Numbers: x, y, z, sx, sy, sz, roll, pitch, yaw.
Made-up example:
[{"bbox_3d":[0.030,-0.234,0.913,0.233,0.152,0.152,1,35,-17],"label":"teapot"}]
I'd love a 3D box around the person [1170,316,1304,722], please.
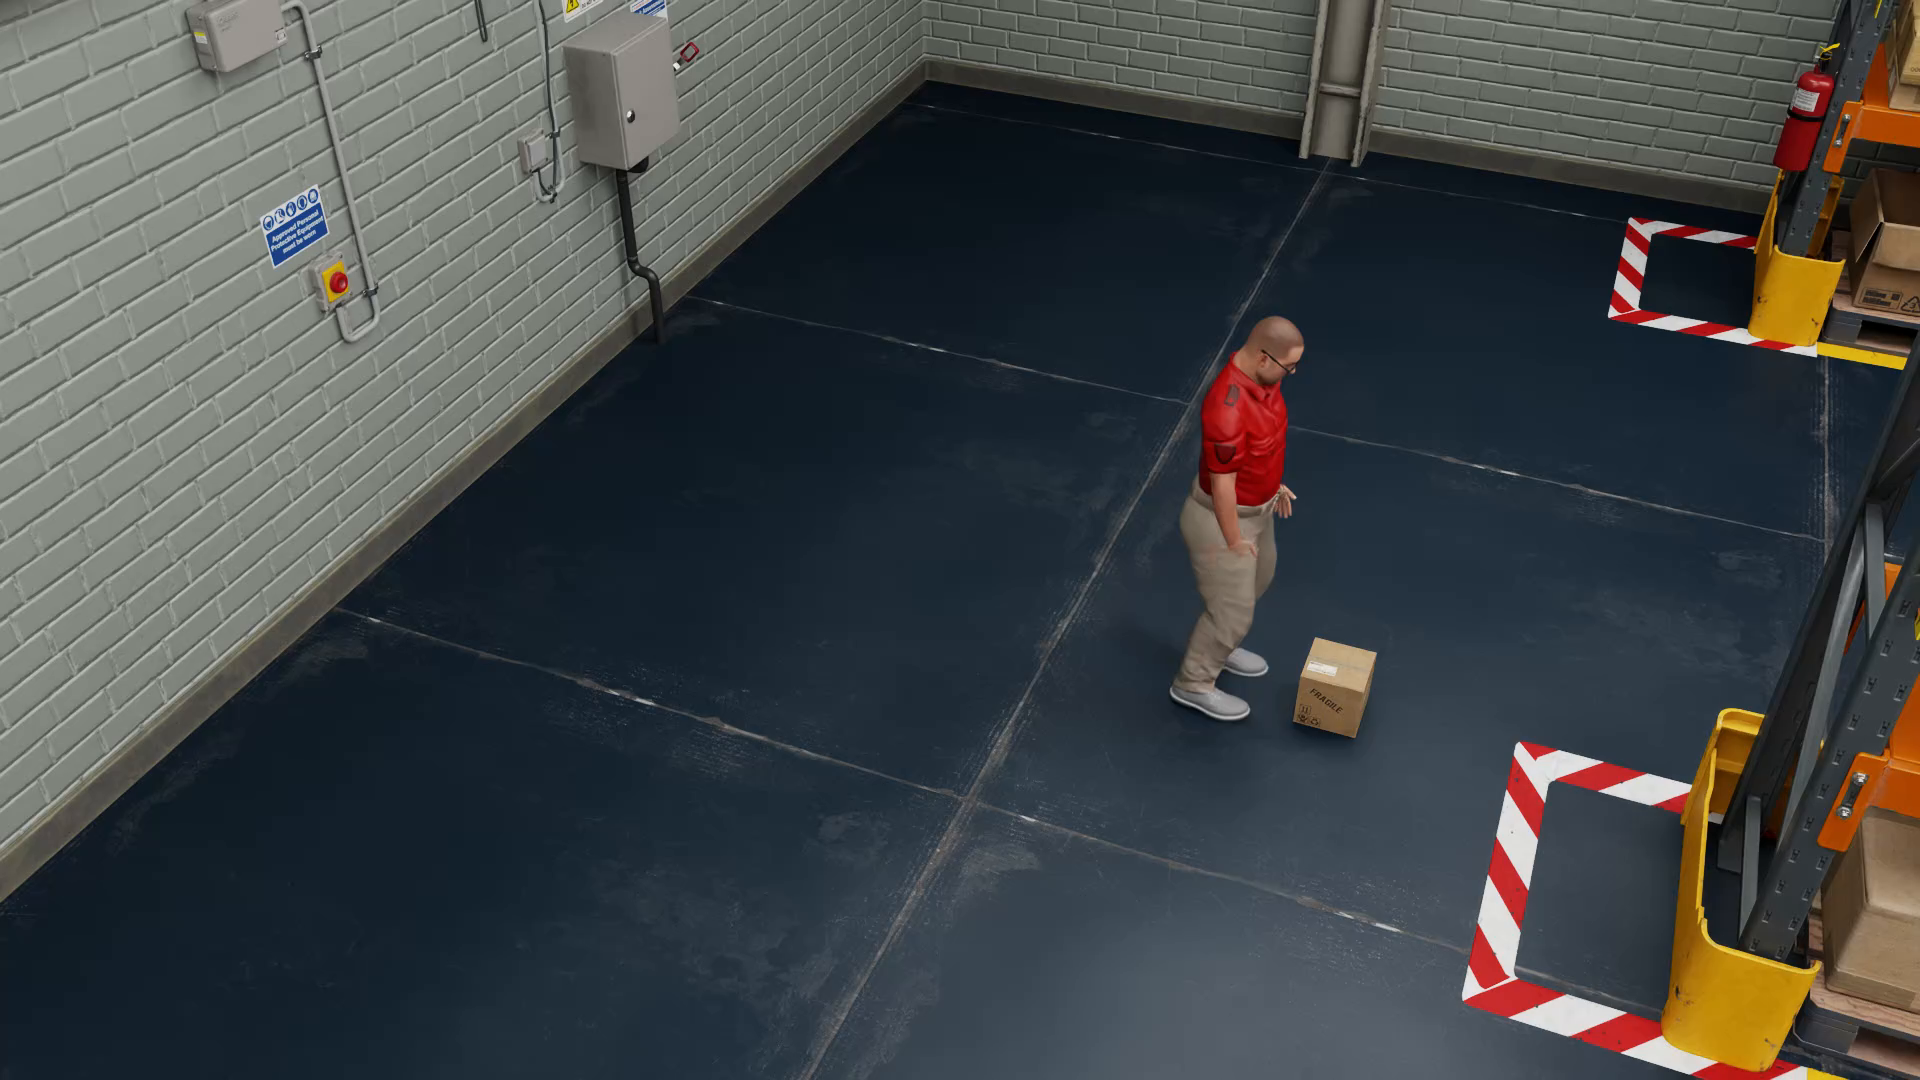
[{"bbox_3d":[1.052,-0.105,6.332,0.375,1.704,0.544,15,40,19],"label":"person"}]
